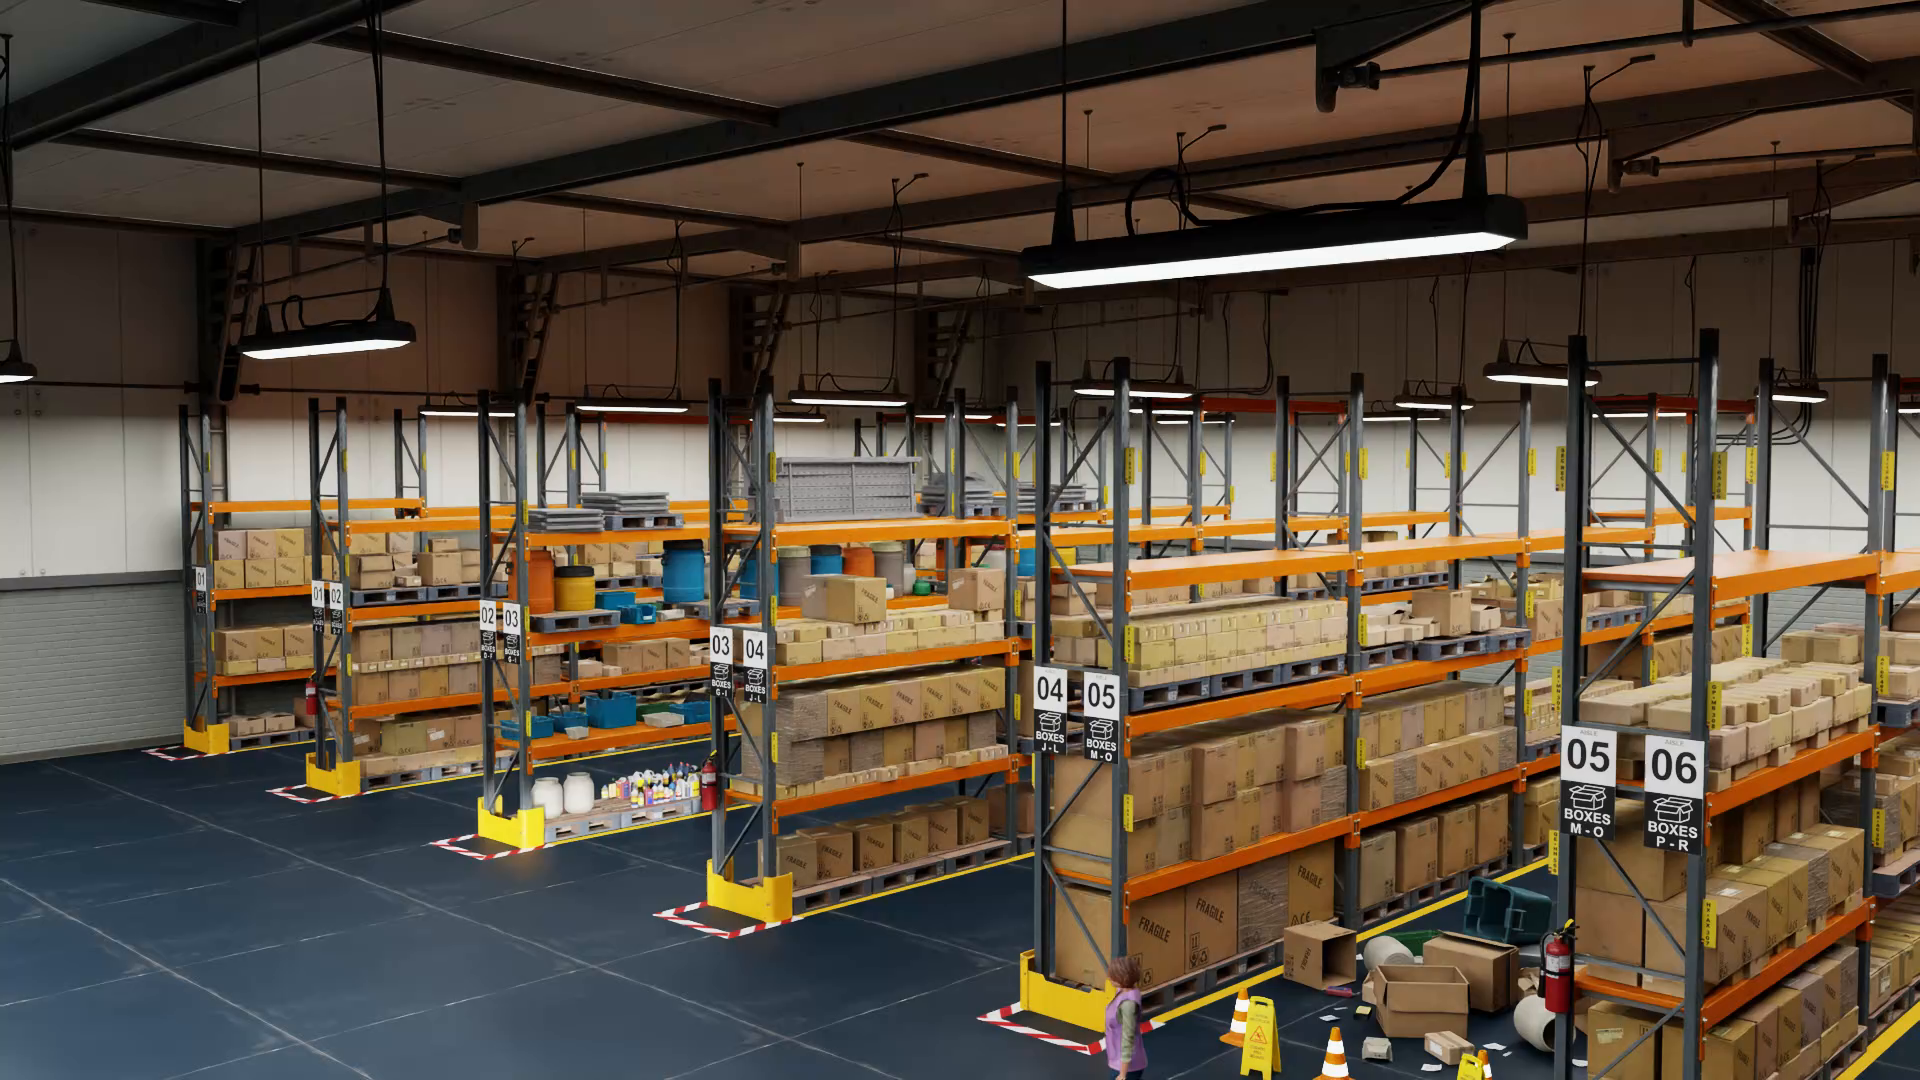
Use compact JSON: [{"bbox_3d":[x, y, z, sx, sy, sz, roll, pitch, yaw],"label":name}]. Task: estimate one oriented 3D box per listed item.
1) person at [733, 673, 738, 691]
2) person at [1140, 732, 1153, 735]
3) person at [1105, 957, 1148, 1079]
[{"bbox_3d":[-4.729,2.499,35.253,0.424,1.587,1.094,1,3,25],"label":"person"},{"bbox_3d":[2.377,3.194,21.512,0.501,1.679,0.521,-3,4,-43],"label":"person"},{"bbox_3d":[1.237,3.739,11.819,0.598,1.584,0.472,0,3,7],"label":"person"}]
